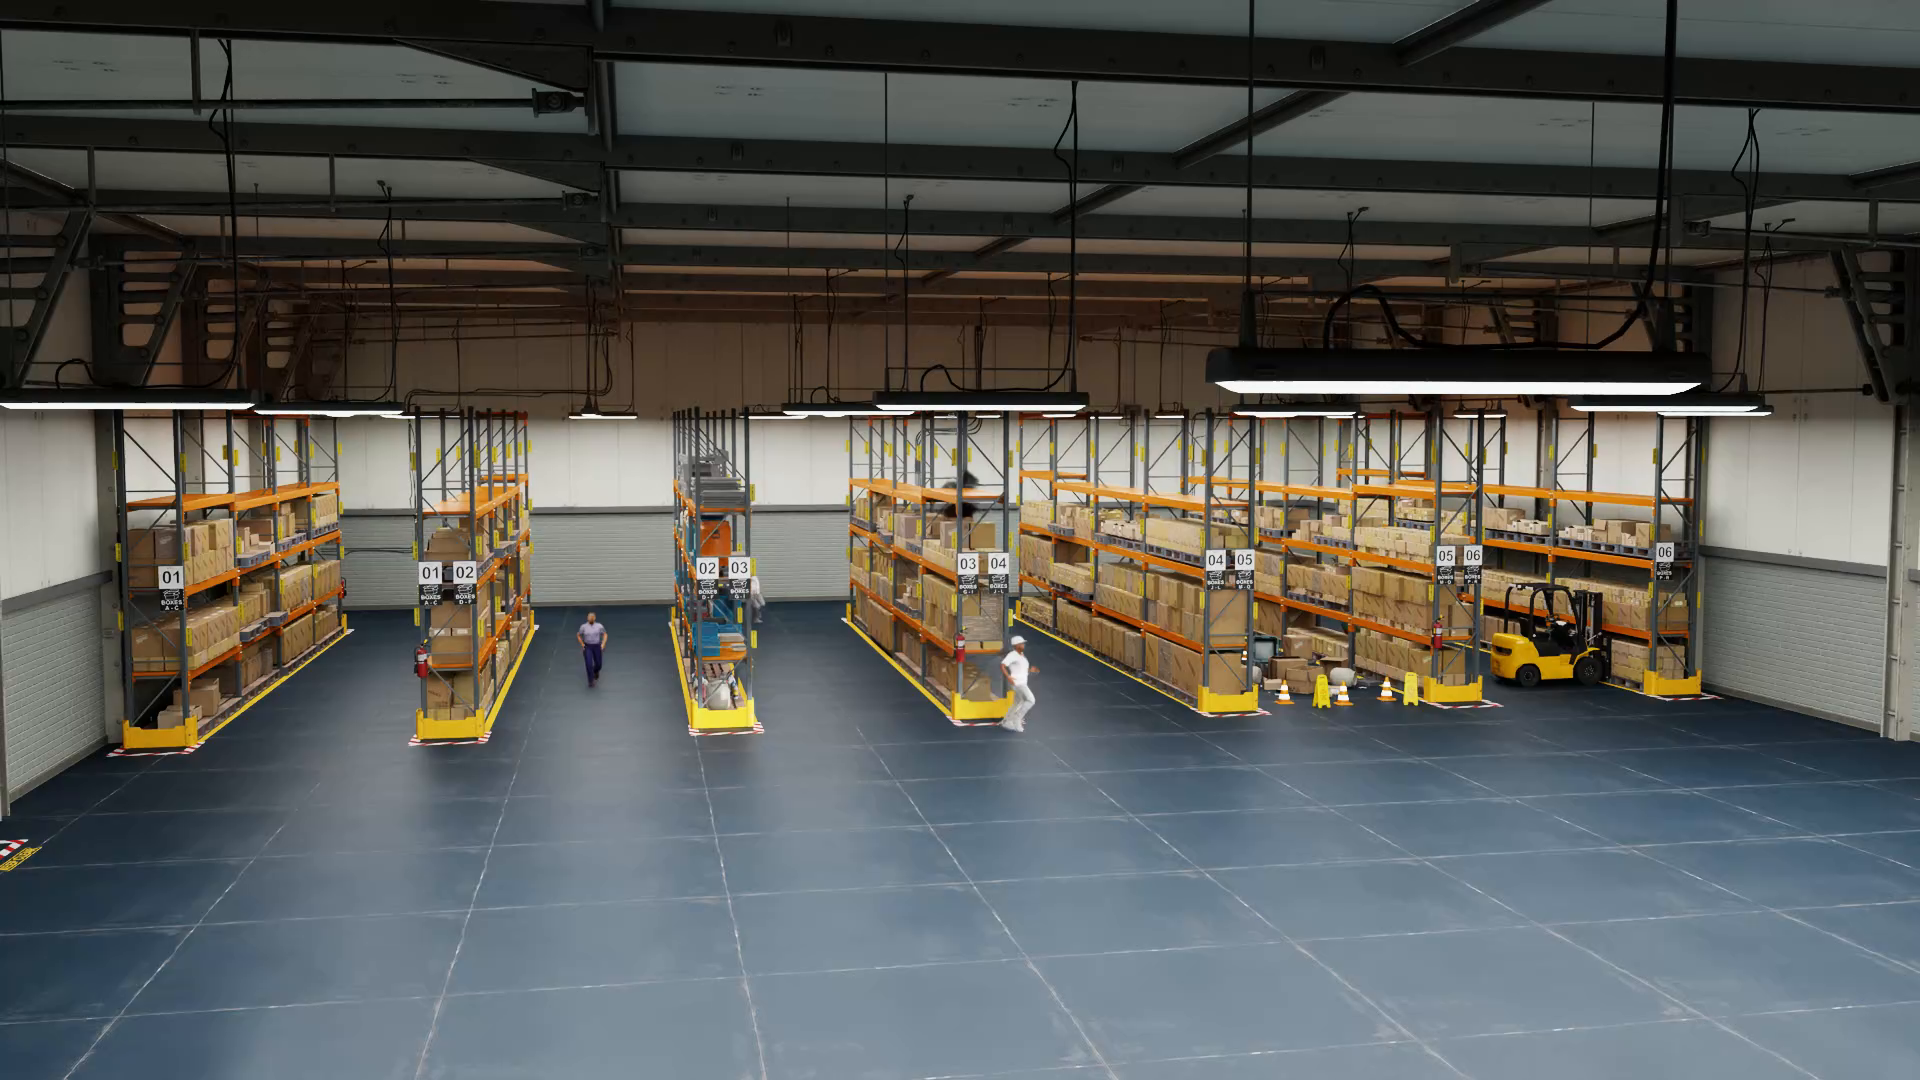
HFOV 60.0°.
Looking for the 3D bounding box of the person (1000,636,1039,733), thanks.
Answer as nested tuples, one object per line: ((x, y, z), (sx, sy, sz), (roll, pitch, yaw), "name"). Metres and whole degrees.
((1.107, 2.662, 30.713), (0.701, 1.770, 0.677), (1, 4, 11), "person")

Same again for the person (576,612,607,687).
((-7.984, 2.354, 36.077), (0.648, 1.596, 0.629), (-1, 4, -18), "person")

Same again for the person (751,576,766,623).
((-5.836, 1.530, 47.101), (0.545, 1.697, 0.698), (4, 5, 42), "person")

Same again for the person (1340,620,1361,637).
((10.041, 1.816, 42.773), (0.657, 1.748, 0.698), (-1, 4, -18), "person")
